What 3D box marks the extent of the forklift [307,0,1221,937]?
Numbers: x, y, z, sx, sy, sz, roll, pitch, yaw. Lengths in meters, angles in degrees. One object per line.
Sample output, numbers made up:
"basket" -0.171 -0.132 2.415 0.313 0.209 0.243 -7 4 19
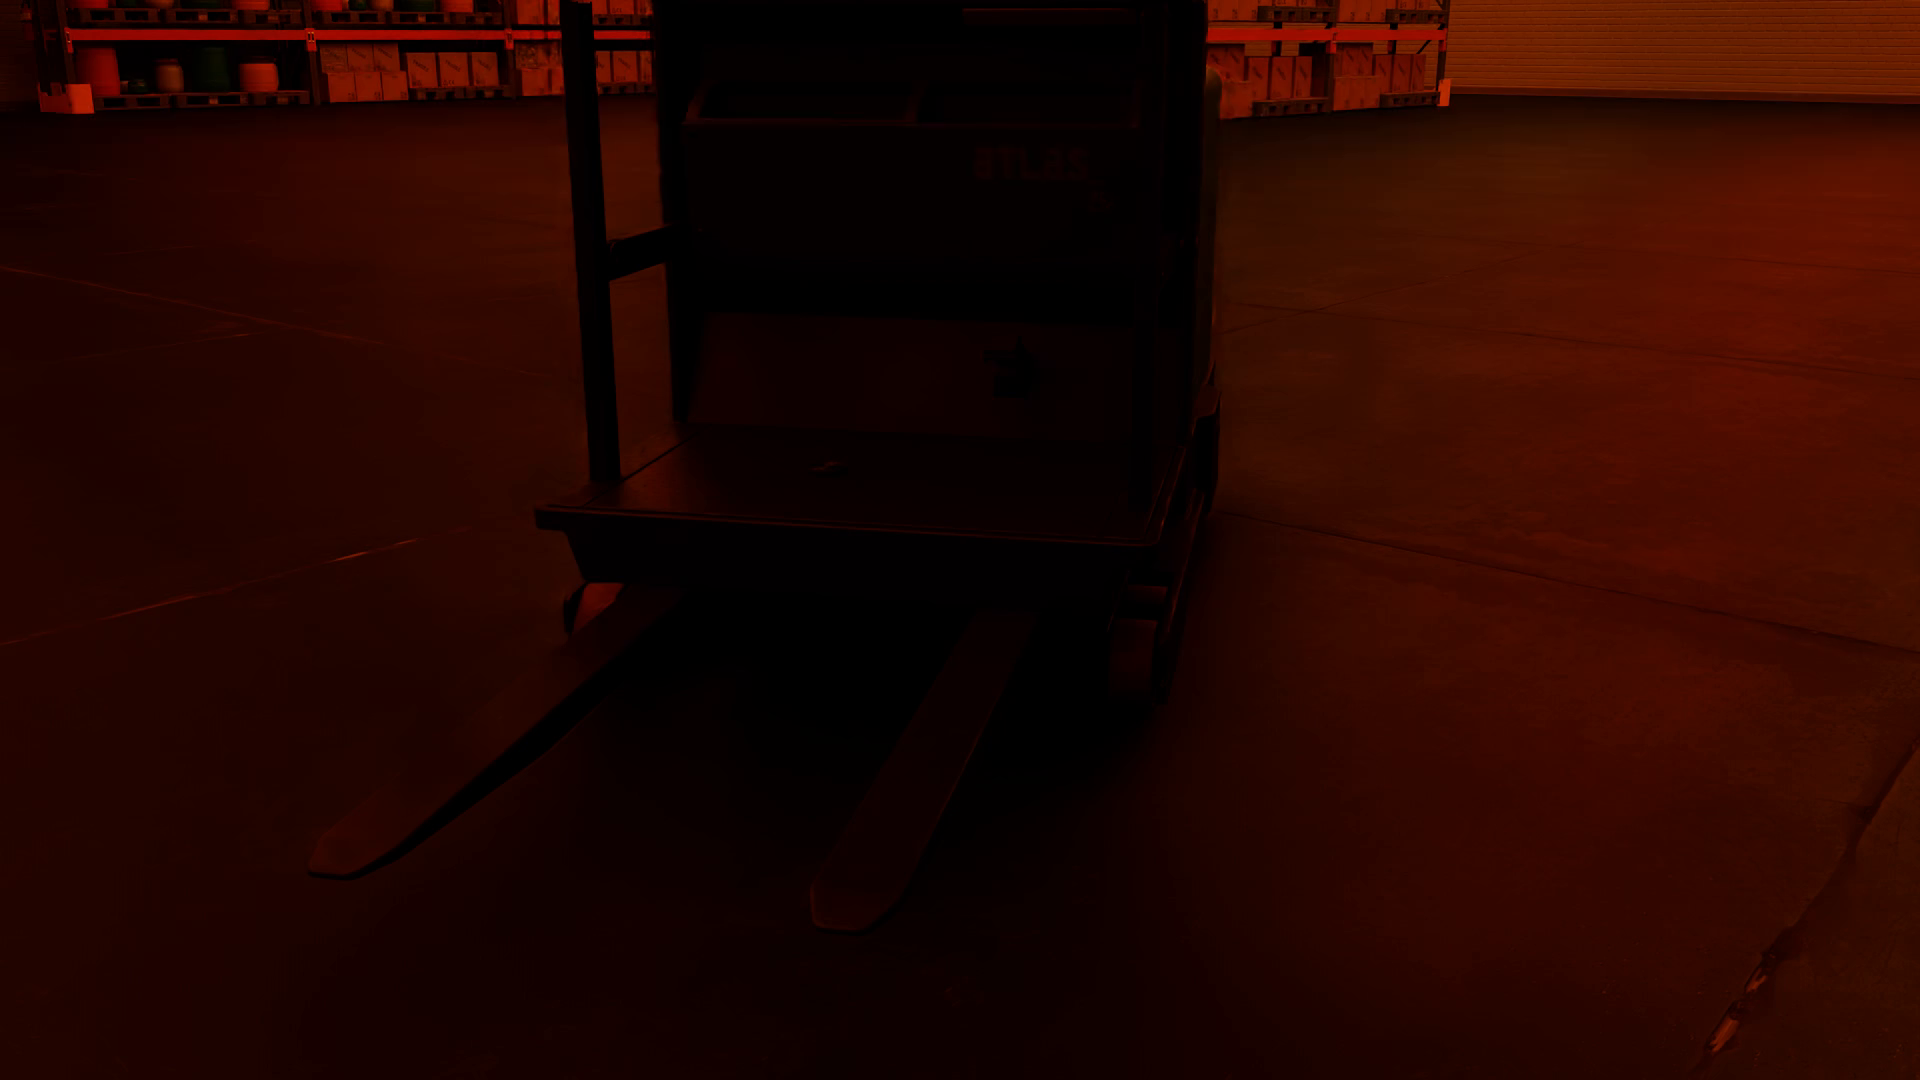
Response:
"forklift" -0.119 -1.218 2.908 1.130 2.935 3.031 3 17 11
